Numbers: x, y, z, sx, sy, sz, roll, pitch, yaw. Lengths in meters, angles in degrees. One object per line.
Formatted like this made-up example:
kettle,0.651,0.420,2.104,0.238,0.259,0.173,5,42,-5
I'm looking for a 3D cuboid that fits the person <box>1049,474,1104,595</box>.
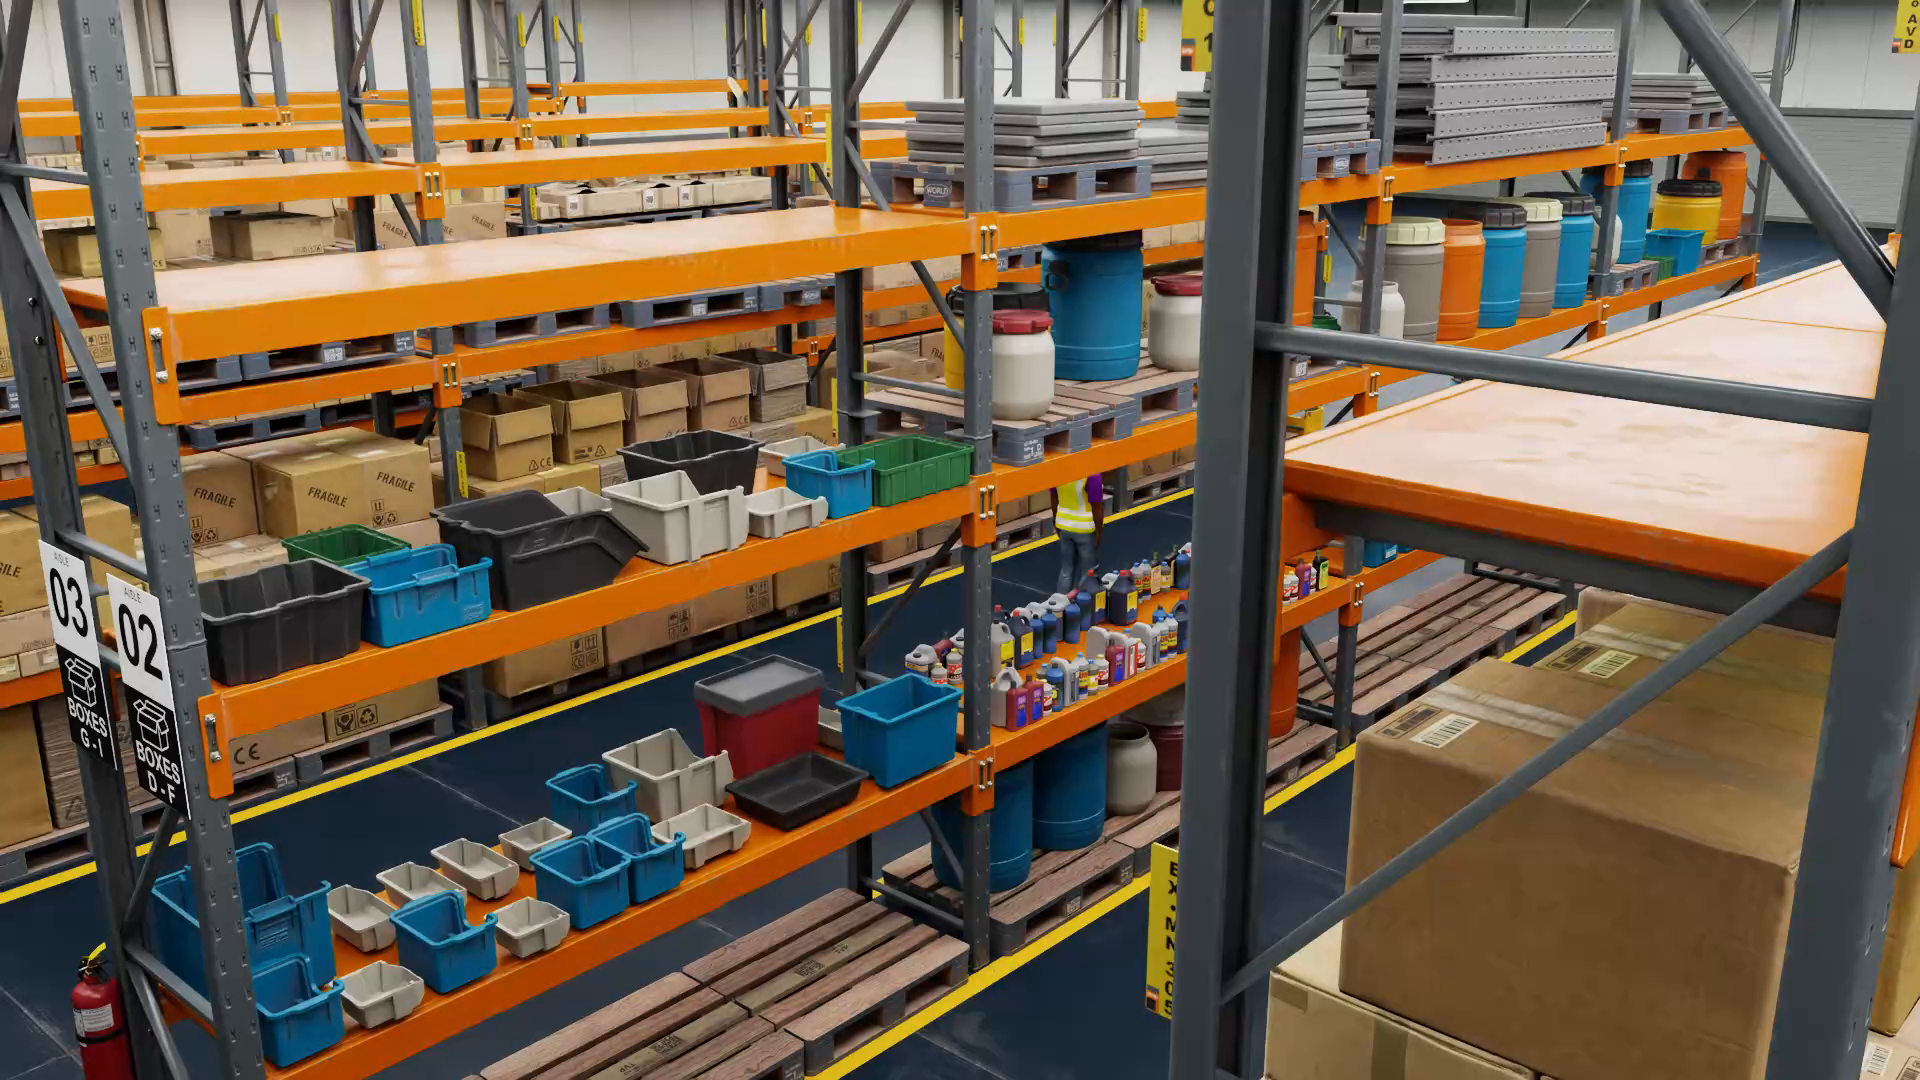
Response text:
person,1.017,-0.106,14.355,0.566,1.762,0.365,15,22,41
